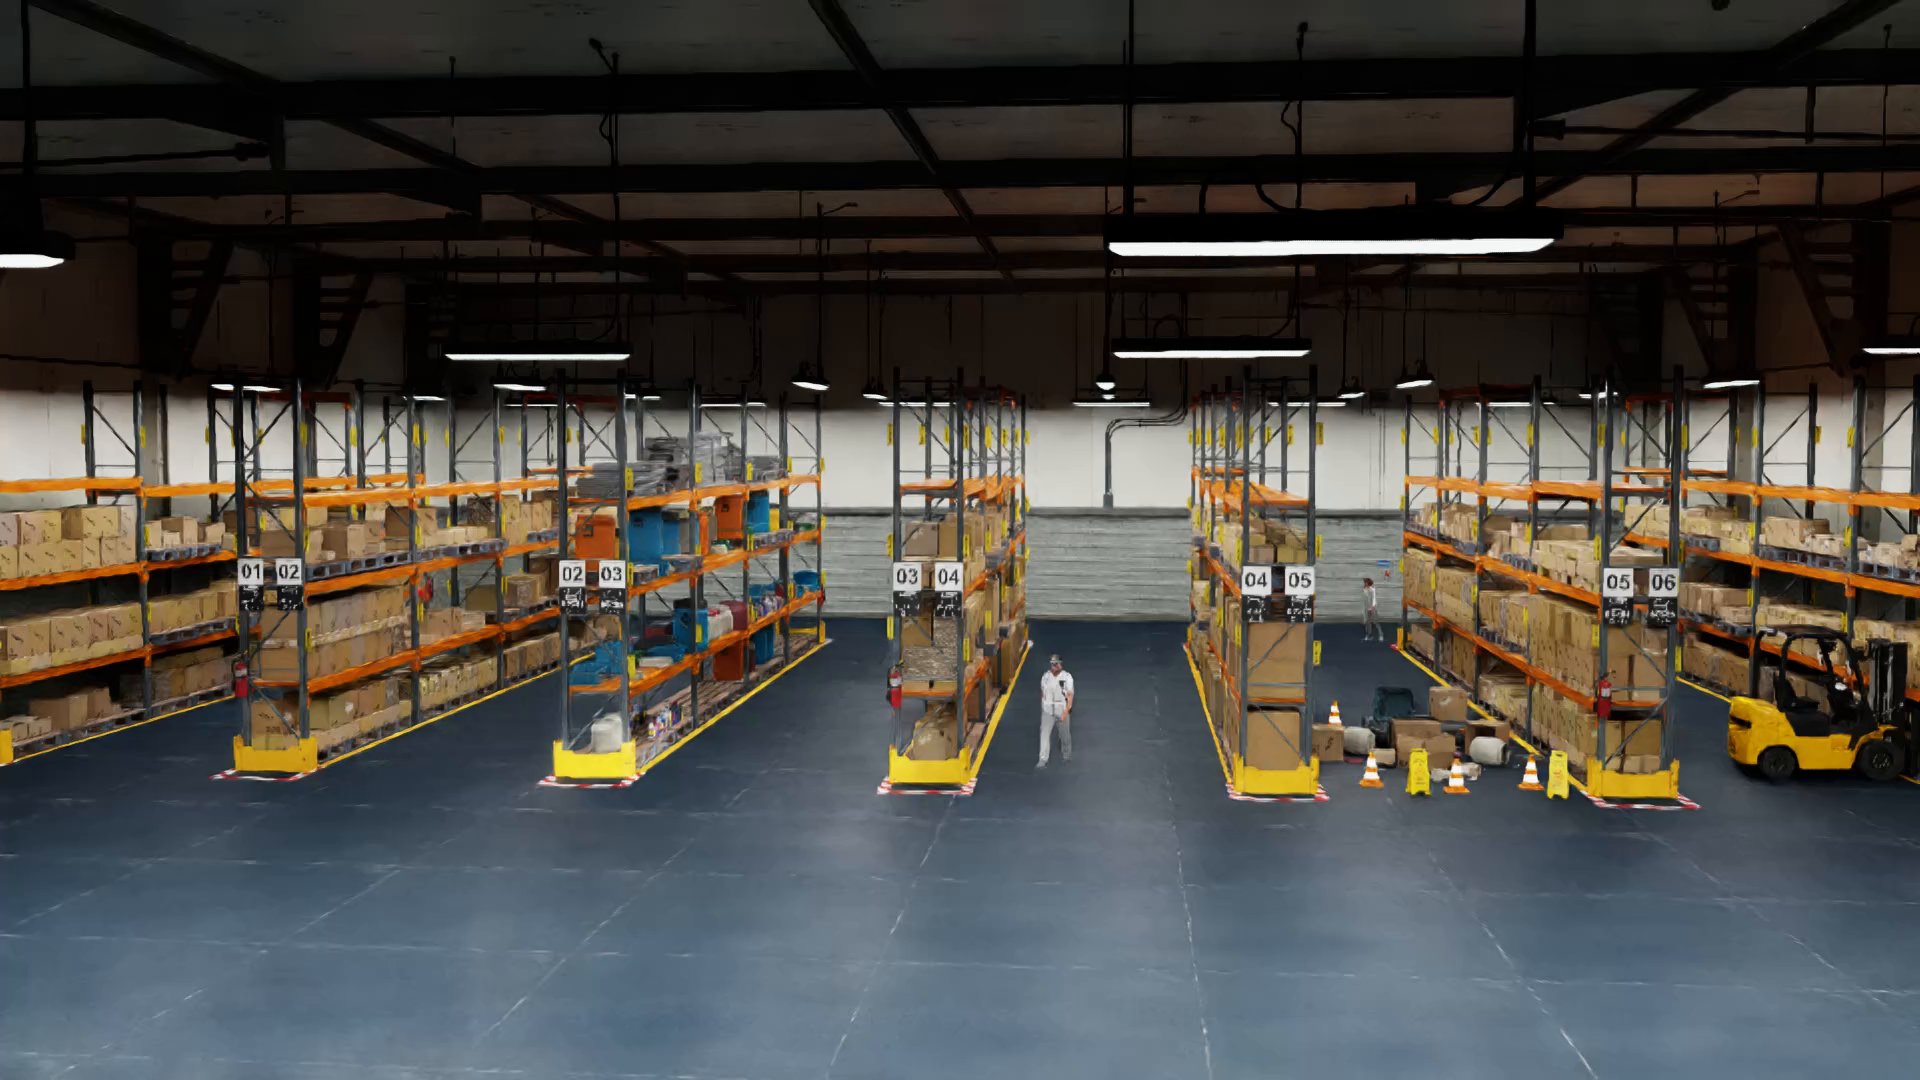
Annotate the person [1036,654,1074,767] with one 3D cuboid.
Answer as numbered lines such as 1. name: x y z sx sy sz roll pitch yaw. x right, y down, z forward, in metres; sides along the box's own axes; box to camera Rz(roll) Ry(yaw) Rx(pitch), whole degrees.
1. person: 1.465 2.572 25.190 0.532 1.696 1.040 1 4 14

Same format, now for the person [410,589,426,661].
1. person: -11.309 1.920 34.892 0.466 1.794 0.629 -2 4 -24

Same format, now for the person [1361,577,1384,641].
1. person: 10.101 1.682 40.694 0.551 1.573 0.464 -2 4 -26
